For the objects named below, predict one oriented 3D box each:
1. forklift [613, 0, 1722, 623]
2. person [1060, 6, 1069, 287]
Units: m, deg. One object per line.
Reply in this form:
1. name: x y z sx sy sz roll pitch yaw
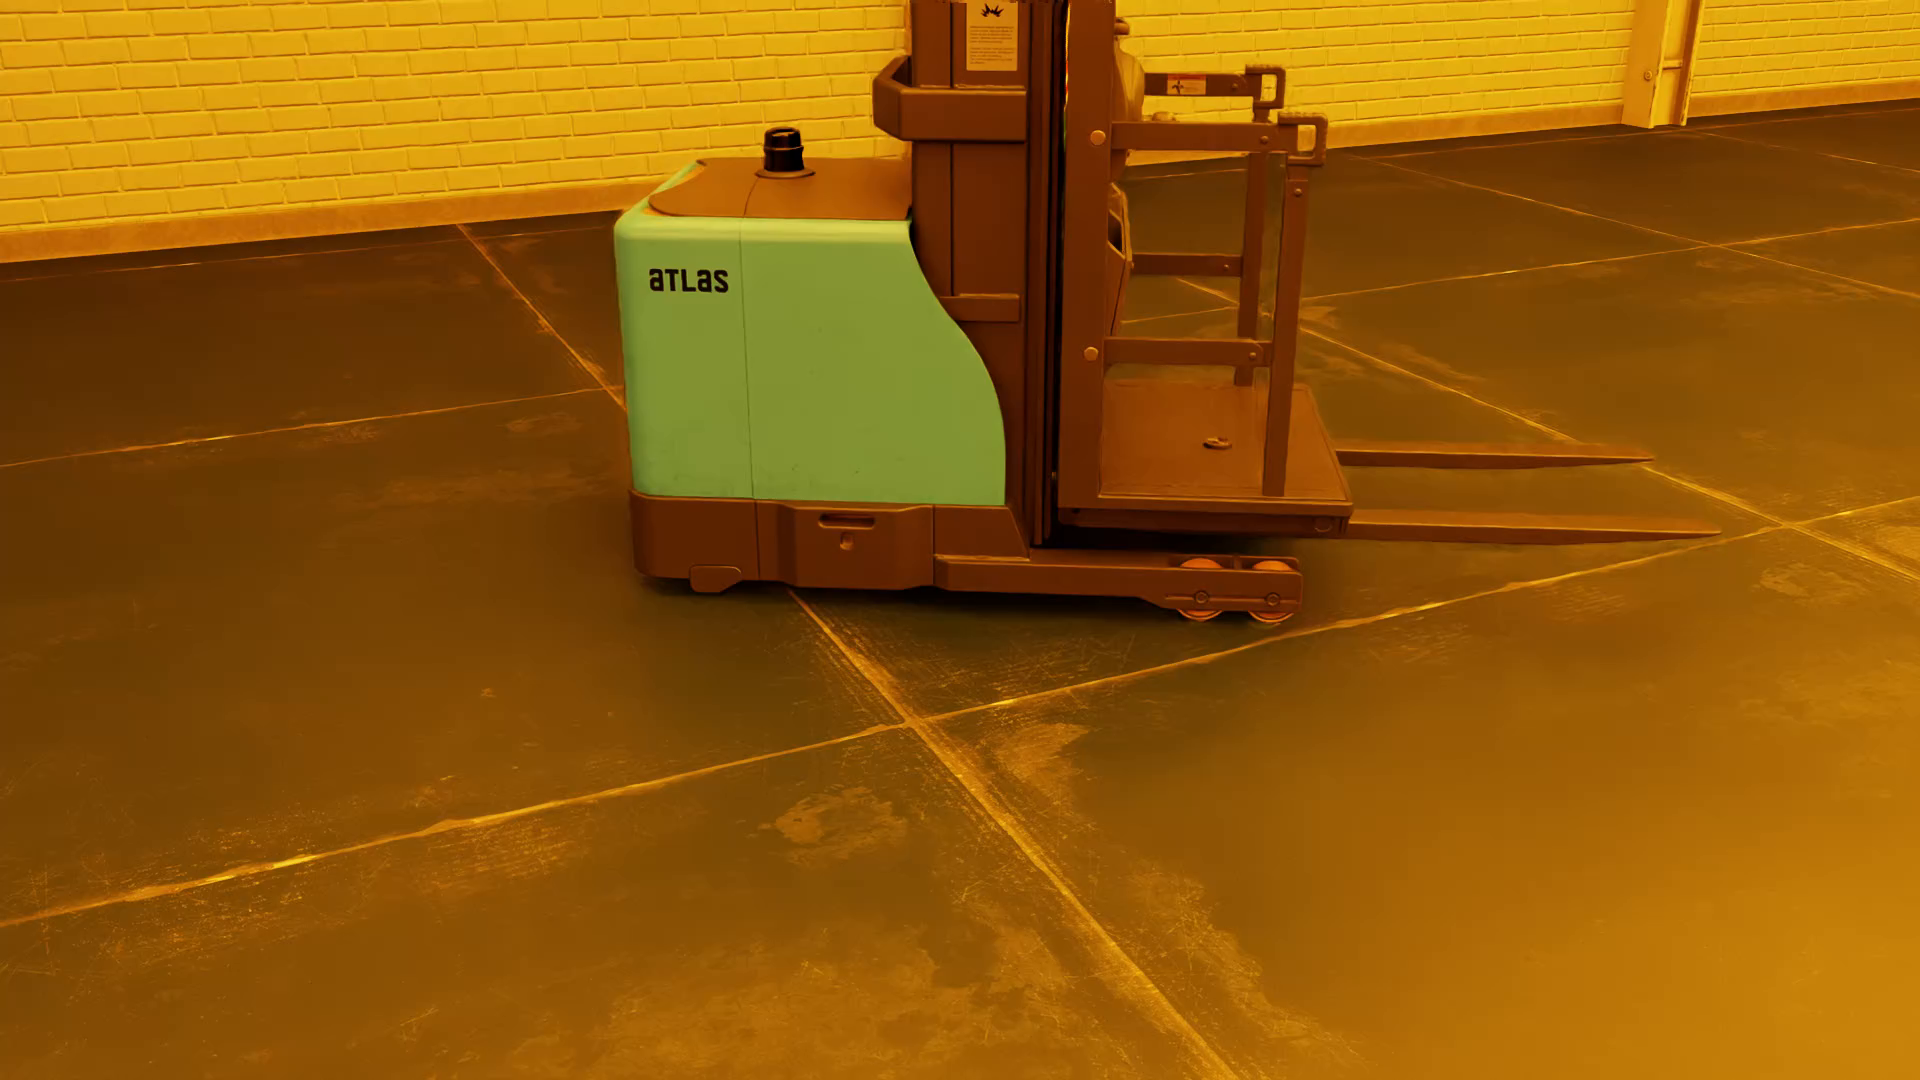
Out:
1. forklift: 0.613 -1.339 4.510 3.031 2.935 1.130 2 23 4
2. person: 0.559 -2.022 7.791 0.675 1.722 0.784 -5 23 -13
